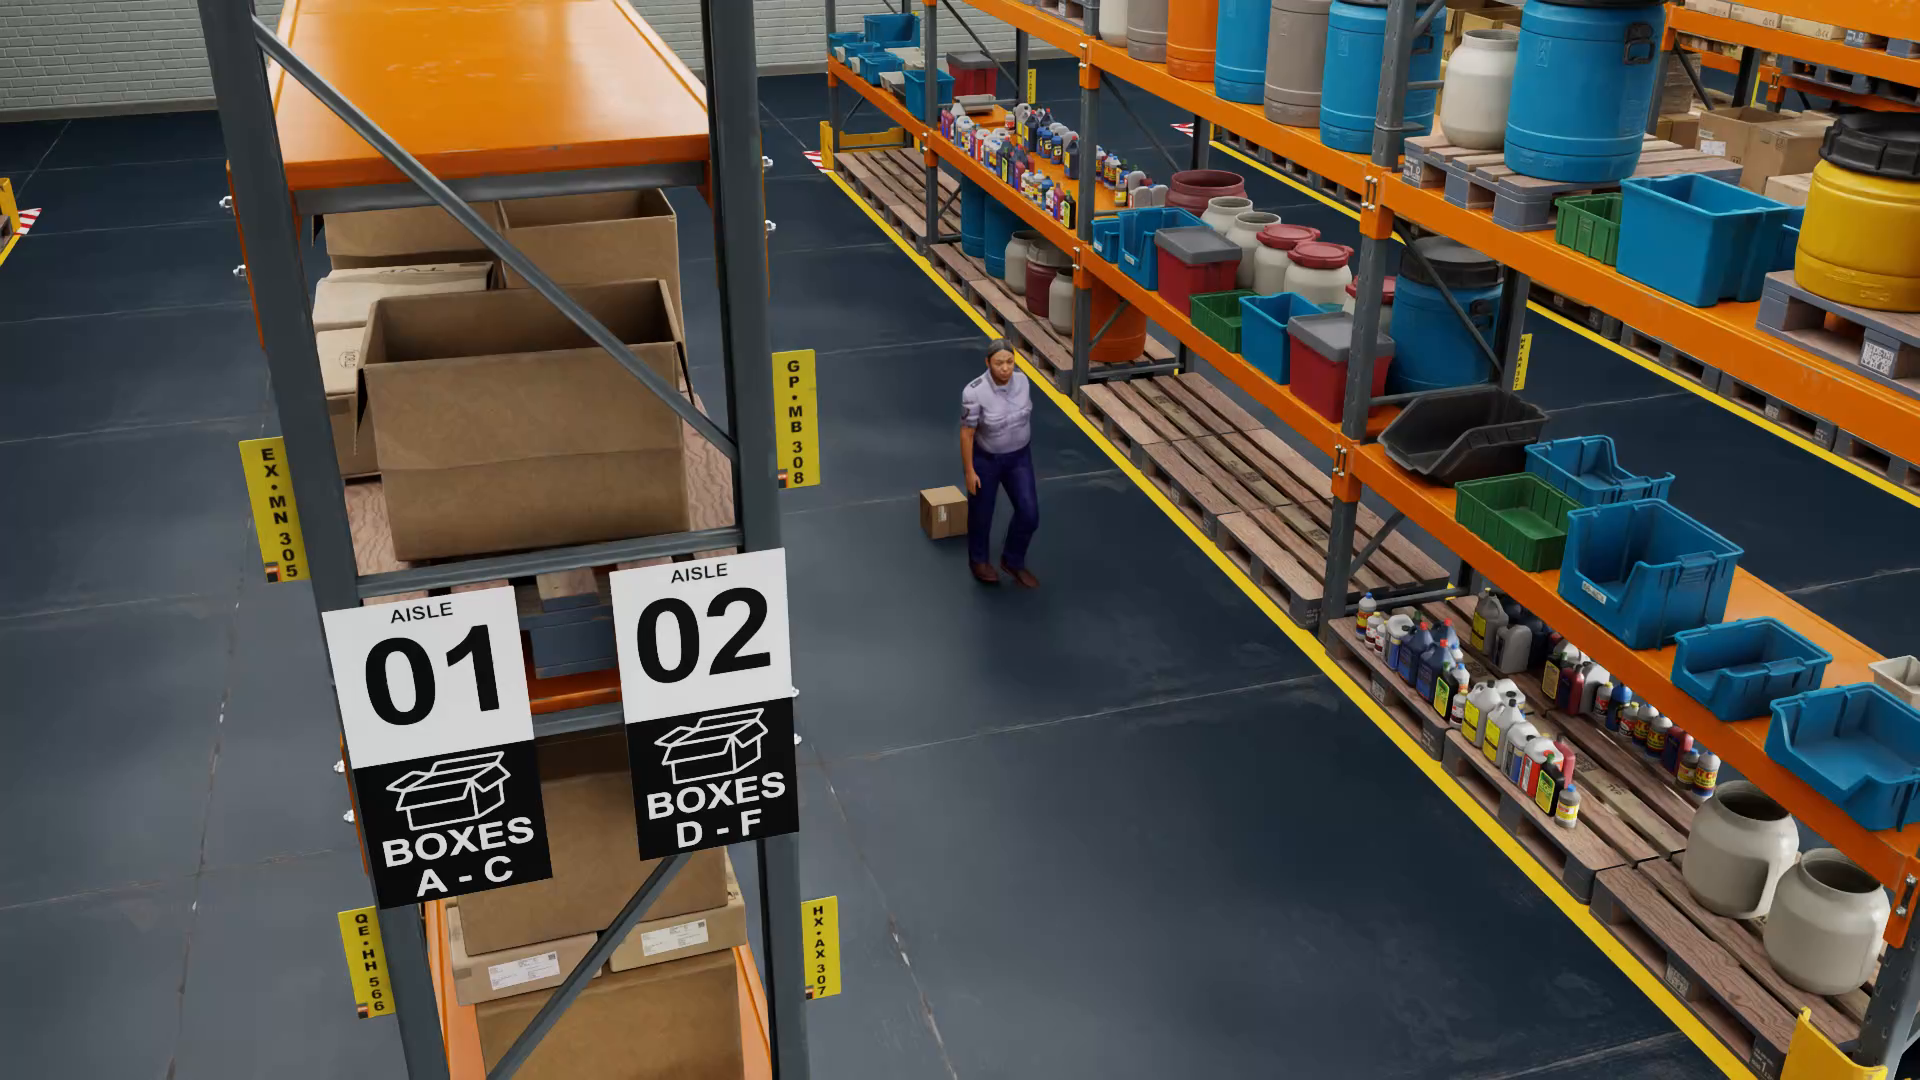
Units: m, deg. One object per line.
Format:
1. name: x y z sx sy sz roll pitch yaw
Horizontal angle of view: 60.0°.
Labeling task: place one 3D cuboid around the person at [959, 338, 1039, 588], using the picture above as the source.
1. person: 0.209 -0.456 10.075 0.512 1.681 0.501 -12 29 -23
